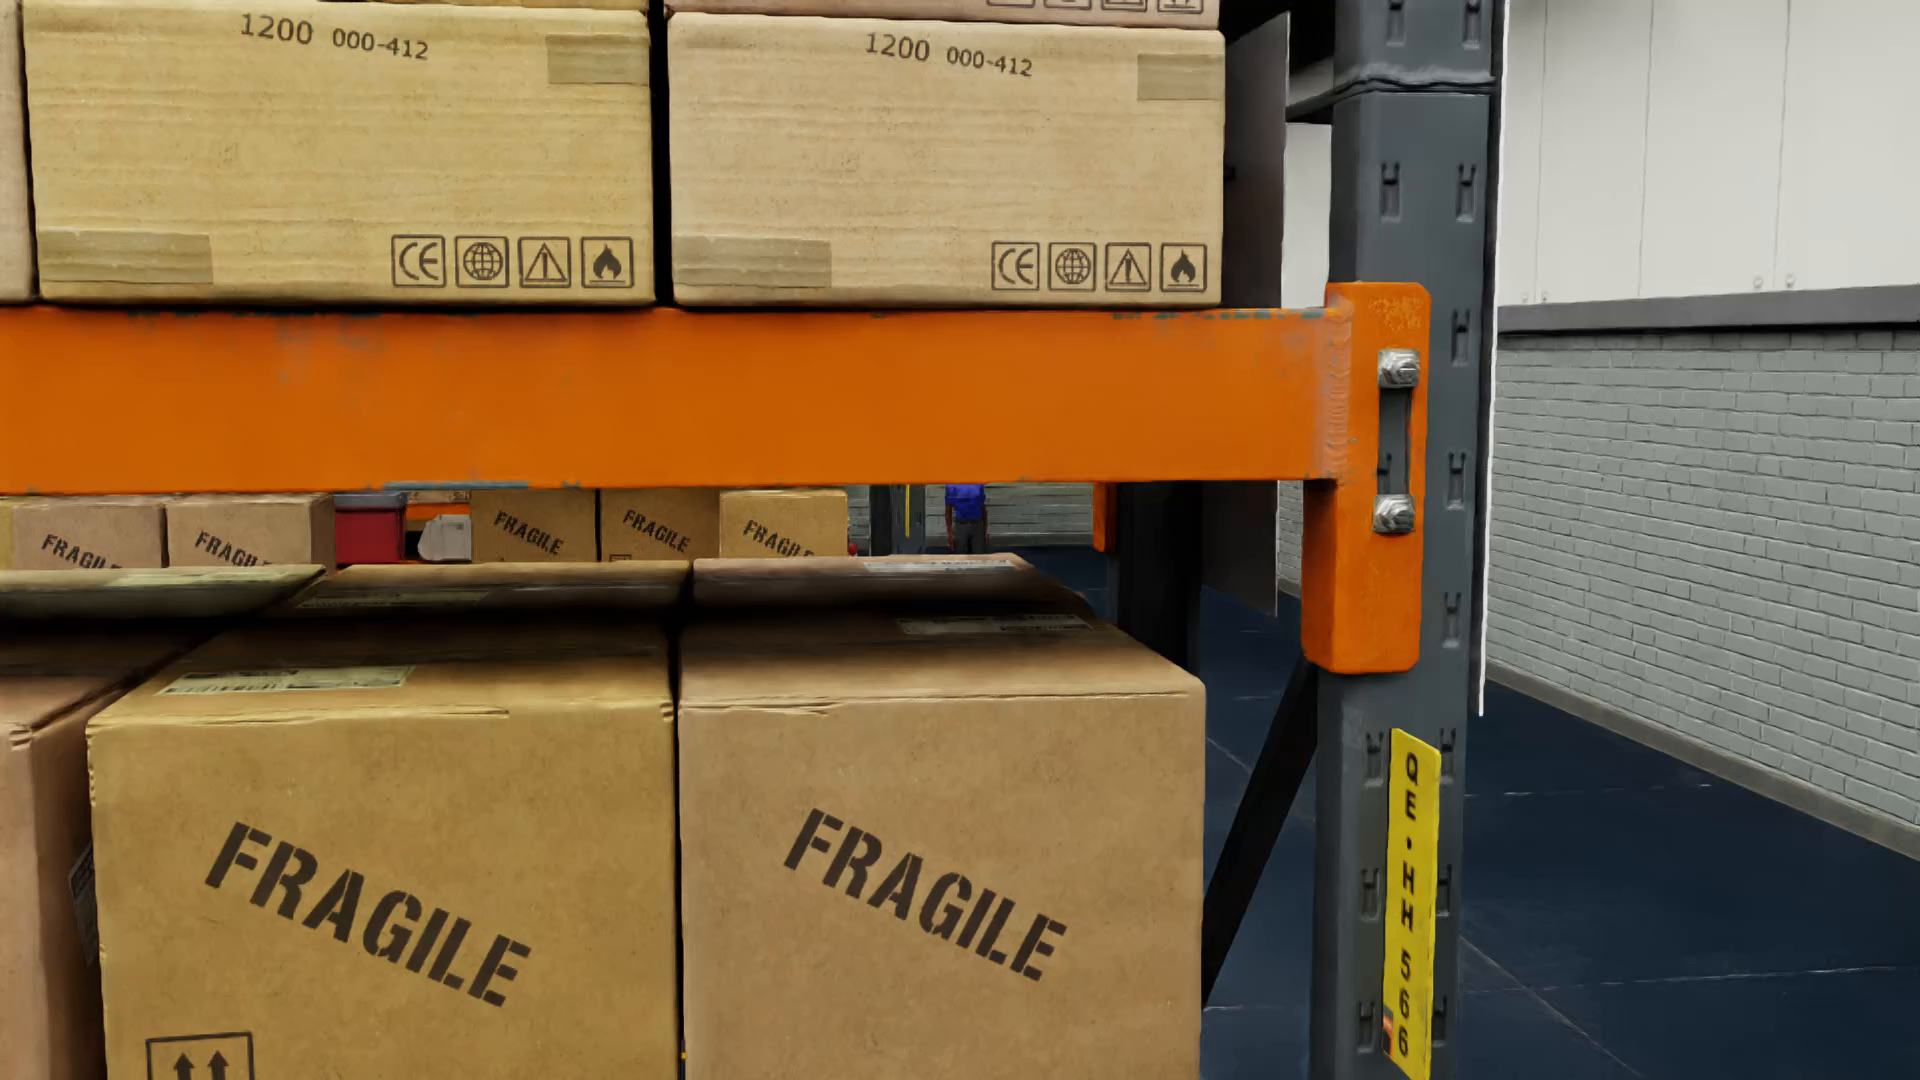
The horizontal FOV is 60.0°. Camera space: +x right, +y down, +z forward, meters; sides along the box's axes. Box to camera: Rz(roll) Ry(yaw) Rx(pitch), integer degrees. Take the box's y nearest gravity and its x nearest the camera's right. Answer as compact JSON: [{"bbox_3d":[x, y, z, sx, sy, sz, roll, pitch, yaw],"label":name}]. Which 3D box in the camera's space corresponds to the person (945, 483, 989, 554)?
[{"bbox_3d":[0.079,-0.067,17.307,0.490,1.655,0.371,-3,7,-23],"label":"person"}]
